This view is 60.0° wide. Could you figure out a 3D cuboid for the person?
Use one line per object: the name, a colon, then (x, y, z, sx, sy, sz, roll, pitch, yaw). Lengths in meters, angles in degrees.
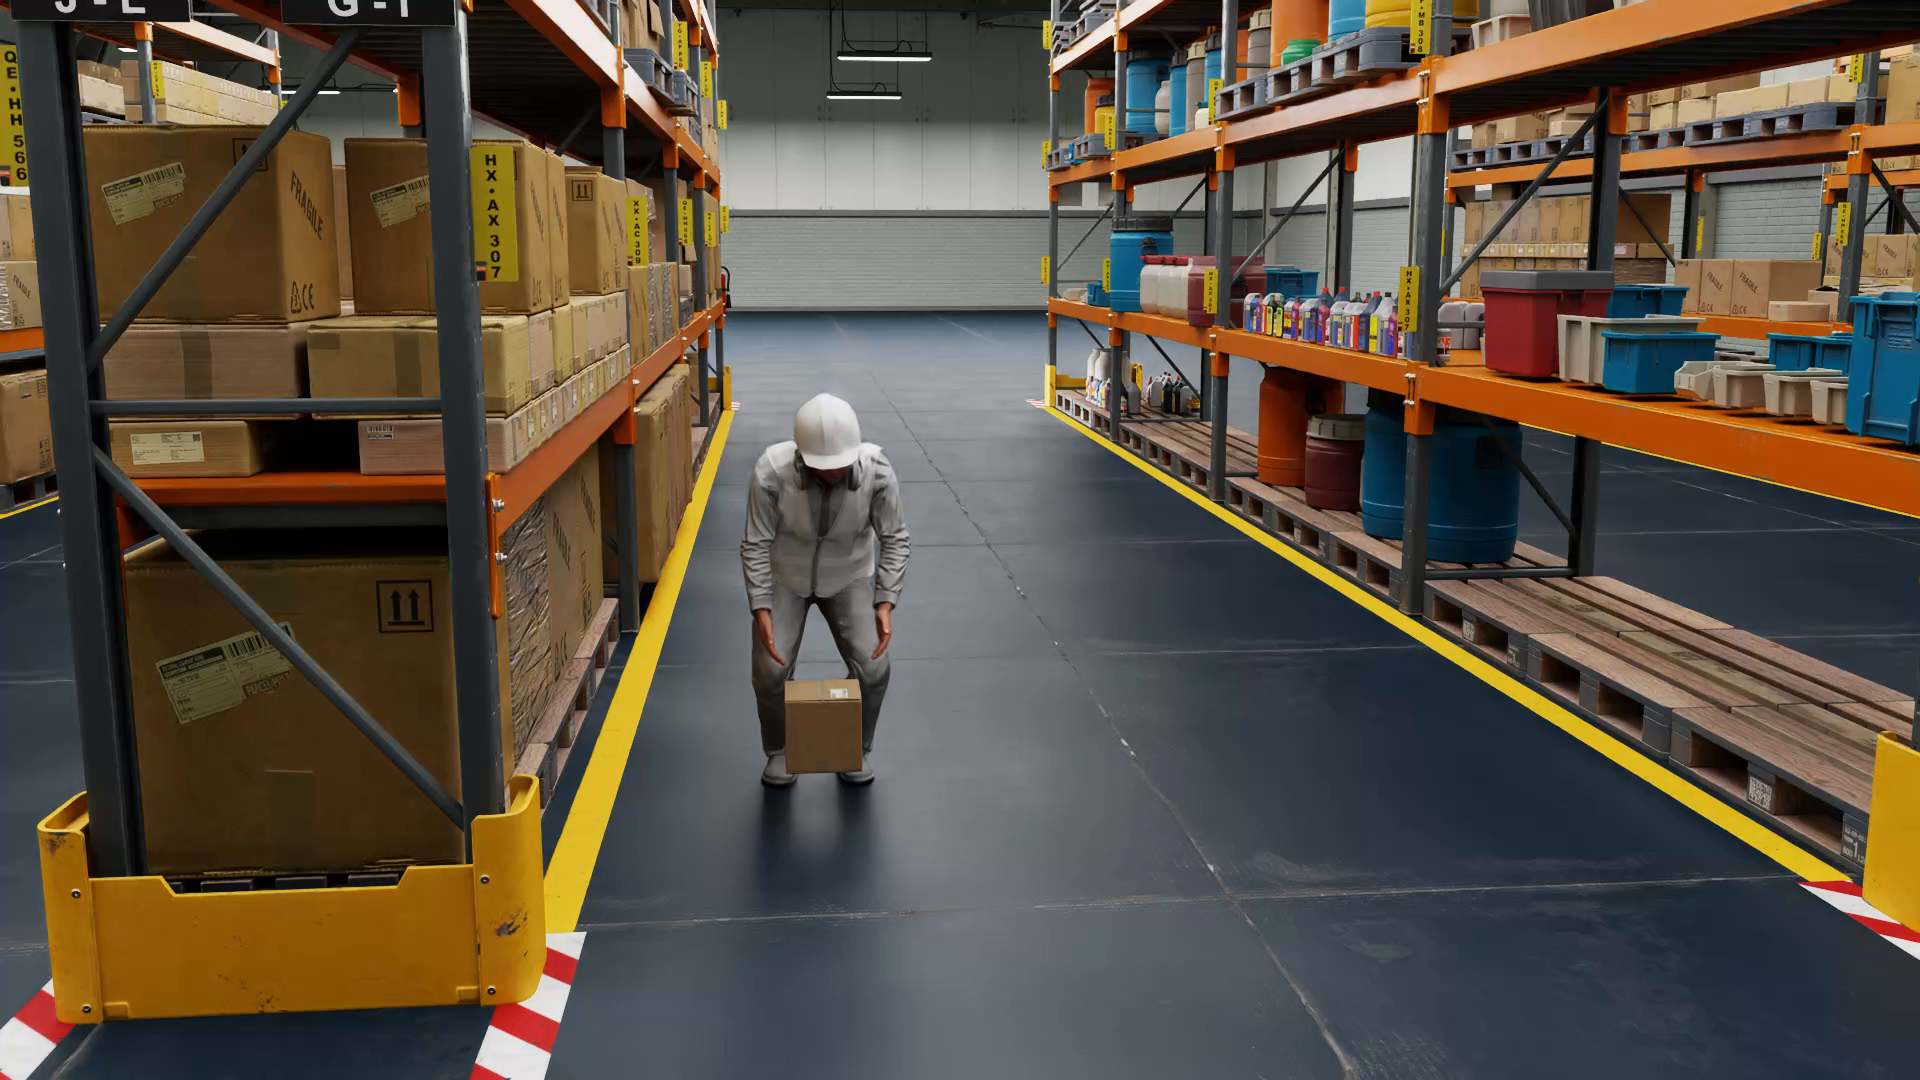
person: (-0.474, 0.170, 5.886, 0.592, 1.422, 0.768, -1, 10, -6)
